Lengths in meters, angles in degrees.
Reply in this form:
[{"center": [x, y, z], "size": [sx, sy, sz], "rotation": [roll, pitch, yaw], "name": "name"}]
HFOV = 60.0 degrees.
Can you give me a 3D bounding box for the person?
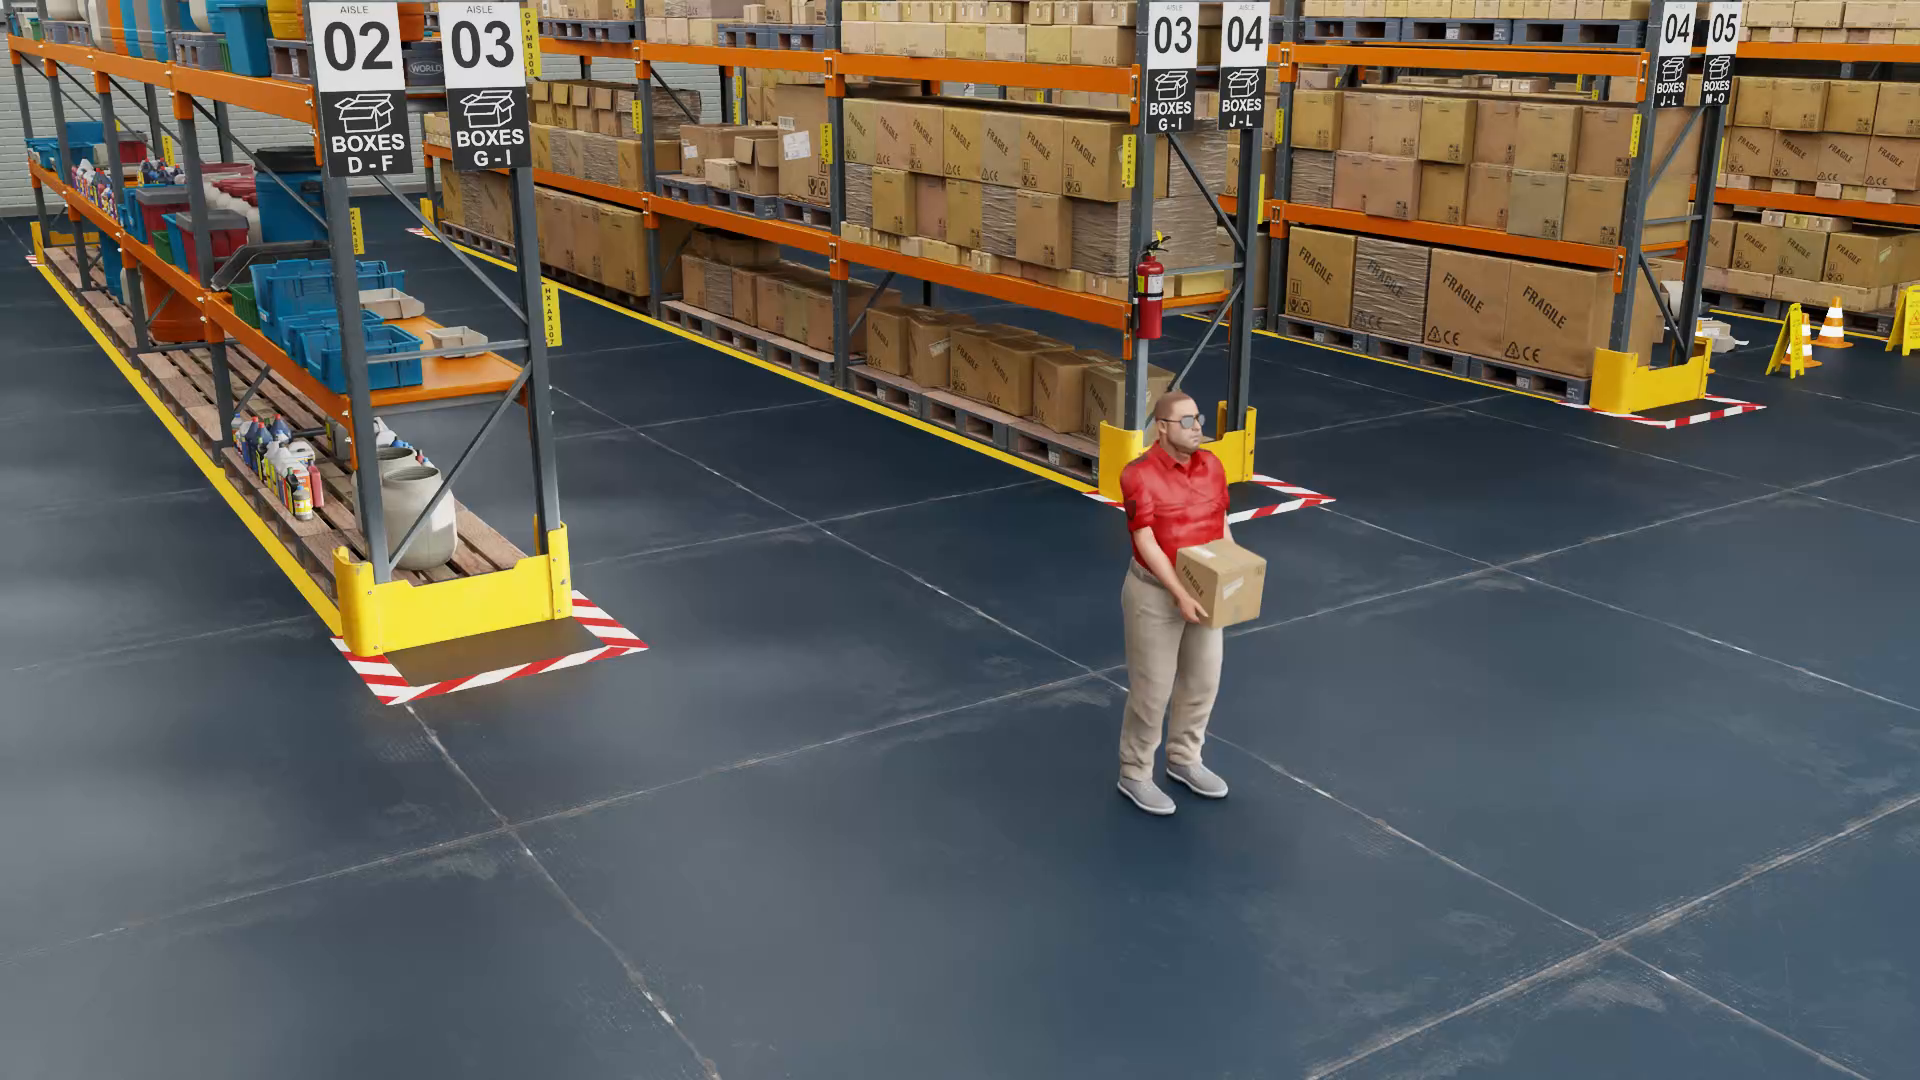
[{"center": [0.903, 0.242, 6.826], "size": [0.605, 1.728, 0.385], "rotation": [-13, 22, -34], "name": "person"}]
